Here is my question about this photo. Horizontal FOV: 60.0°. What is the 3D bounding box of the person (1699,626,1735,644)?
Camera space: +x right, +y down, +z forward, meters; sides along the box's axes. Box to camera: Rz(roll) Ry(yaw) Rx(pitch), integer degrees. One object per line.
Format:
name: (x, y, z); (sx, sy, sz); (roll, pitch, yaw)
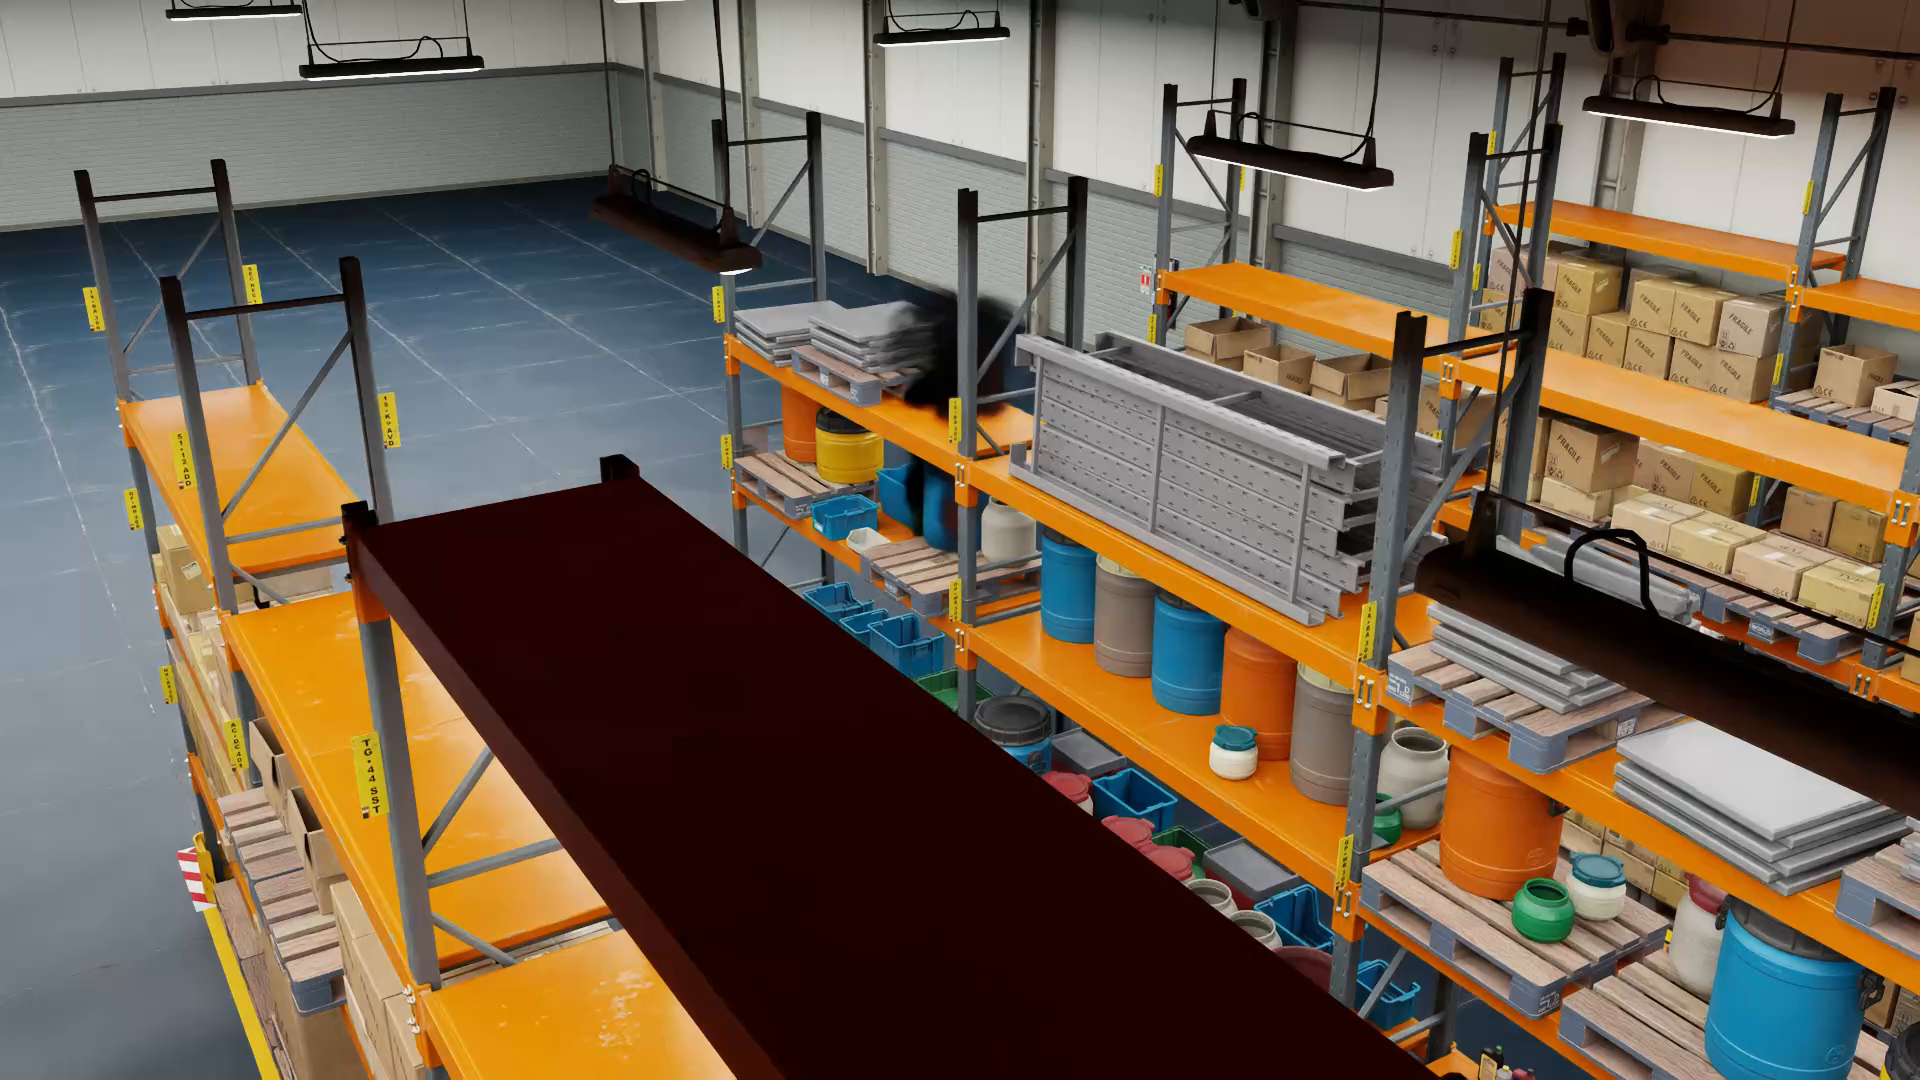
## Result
person: (7.030, 1.231, 16.019); (0.717, 1.750, 0.685); (19, 29, 39)
